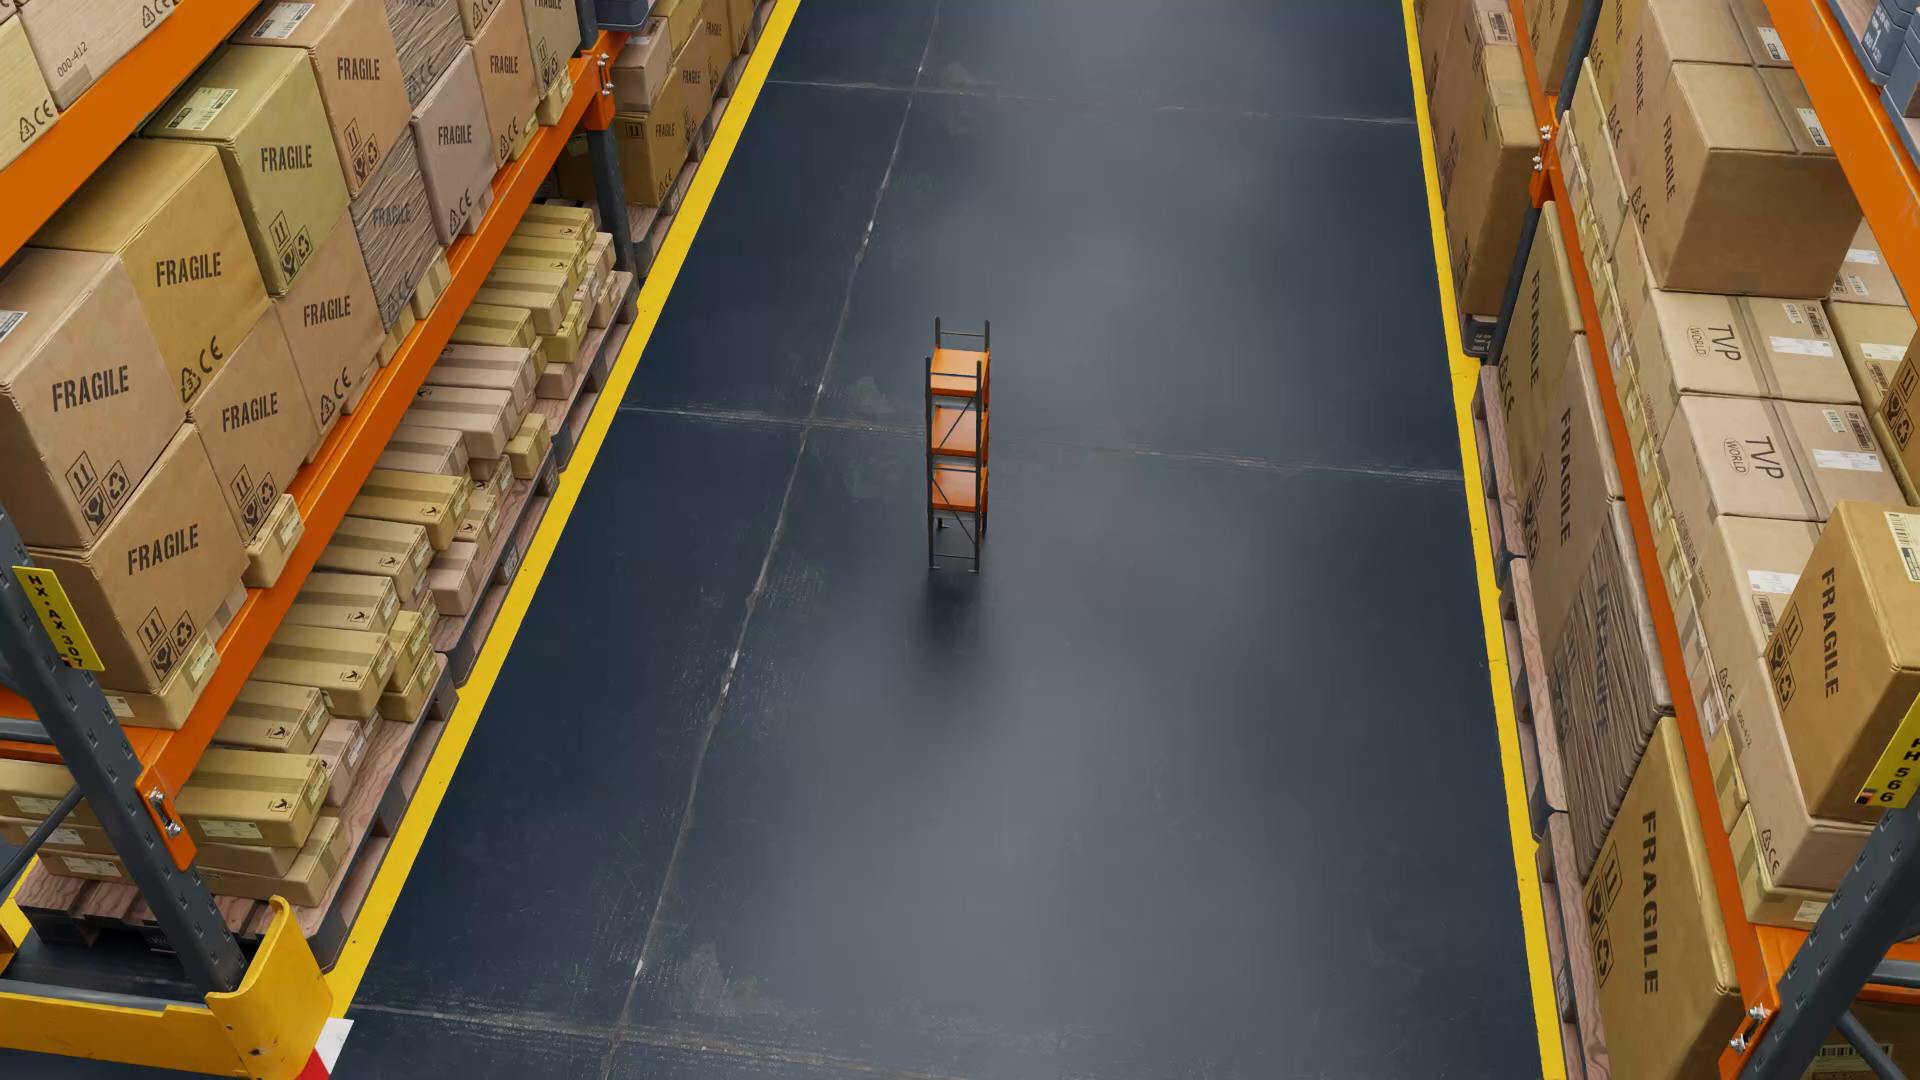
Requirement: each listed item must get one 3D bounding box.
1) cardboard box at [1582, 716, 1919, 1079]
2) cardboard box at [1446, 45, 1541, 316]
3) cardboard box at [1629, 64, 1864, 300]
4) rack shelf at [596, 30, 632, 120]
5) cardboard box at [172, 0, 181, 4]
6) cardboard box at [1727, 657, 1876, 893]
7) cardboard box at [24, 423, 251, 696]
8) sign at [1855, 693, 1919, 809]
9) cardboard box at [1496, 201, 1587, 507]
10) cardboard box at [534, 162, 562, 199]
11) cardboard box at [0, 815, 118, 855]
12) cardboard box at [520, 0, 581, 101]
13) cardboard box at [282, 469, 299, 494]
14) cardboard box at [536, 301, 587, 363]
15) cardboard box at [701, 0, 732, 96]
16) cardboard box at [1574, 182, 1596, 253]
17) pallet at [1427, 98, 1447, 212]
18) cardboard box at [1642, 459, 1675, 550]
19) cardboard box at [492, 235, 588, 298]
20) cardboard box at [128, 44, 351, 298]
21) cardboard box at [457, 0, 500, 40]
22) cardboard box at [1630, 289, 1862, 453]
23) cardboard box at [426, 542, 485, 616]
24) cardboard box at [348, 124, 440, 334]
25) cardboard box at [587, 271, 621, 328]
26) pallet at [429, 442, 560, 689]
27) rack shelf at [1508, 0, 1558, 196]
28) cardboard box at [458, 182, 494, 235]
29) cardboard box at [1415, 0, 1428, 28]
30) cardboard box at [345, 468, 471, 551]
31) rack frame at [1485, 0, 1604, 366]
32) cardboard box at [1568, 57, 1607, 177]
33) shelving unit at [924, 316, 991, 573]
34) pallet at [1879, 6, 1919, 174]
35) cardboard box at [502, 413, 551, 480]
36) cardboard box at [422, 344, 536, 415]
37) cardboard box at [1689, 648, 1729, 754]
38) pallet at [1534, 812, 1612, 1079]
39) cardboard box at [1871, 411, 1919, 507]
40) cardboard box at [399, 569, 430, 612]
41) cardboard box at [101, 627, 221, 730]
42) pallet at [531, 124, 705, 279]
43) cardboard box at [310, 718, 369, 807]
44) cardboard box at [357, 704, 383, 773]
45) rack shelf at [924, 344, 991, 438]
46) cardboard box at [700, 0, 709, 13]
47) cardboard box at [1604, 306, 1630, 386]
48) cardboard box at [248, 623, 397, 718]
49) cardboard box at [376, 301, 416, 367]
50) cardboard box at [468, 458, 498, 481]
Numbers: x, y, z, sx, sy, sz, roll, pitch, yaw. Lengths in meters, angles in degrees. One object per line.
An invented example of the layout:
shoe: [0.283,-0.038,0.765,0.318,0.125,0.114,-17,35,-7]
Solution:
cardboard box: [2.338,1.141,4.603,0.875,0.875,0.875,5,44,6]
cardboard box: [2.926,-1.580,7.477,1.225,0.875,0.875,5,44,6]
cardboard box: [2.408,-1.094,5.071,0.500,0.500,0.500,4,44,4]
rack shelf: [-1.777,-3.382,8.664,1.077,0.370,4.000,5,44,6]
cardboard box: [-2.128,-1.583,4.167,0.500,0.250,0.500,4,44,4]
cardboard box: [2.134,0.557,3.873,0.500,0.250,0.500,5,44,5]
cardboard box: [-2.237,0.020,4.258,0.500,0.500,0.500,7,44,7]
sign: [1.797,0.400,3.132,0.100,0.325,0.005,5,44,6]
cardboard box: [2.695,-0.699,6.547,0.875,0.875,0.875,5,44,6]
cardboard box: [-2.193,-2.053,8.249,0.500,0.500,0.500,4,44,5]
cardboard box: [-2.784,0.835,5.239,0.380,0.149,0.250,4,44,4]
cardboard box: [-1.825,-2.070,6.465,0.500,0.500,0.500,5,44,6]
cardboard box: [-2.223,-0.199,4.961,0.380,0.149,0.250,7,44,7]
cardboard box: [-1.810,-0.893,7.063,0.380,0.149,0.250,4,44,4]
cardboard box: [-1.557,-2.724,8.958,0.500,0.500,0.500,6,44,6]
cardboard box: [2.424,-1.140,5.955,0.380,0.149,0.250,7,44,7]
pallet: [3.048,-2.115,8.830,1.003,0.211,1.213,5,44,6]
cardboard box: [2.221,-0.089,4.845,0.380,0.149,0.250,5,44,6]
cardboard box: [-1.825,-1.170,7.139,0.380,0.149,0.250,6,44,6]
cardboard box: [-2.097,-1.041,4.651,0.500,0.500,0.500,4,44,5]
cardboard box: [-1.899,-2.090,5.760,0.500,0.500,0.500,4,44,4]
cardboard box: [2.333,-0.491,4.979,0.500,0.250,0.500,5,44,6]
cardboard box: [-2.003,0.136,6.193,0.380,0.149,0.250,3,44,3]
cardboard box: [-2.053,-1.027,5.364,0.500,0.500,0.500,4,44,4]
cardboard box: [-1.756,-1.100,7.498,0.380,0.149,0.250,6,44,6]
pallet: [-2.254,0.027,6.568,1.003,0.211,1.213,5,44,6]
rack shelf: [3.126,-2.863,8.115,1.077,0.370,4.000,5,44,6]
cardboard box: [-1.933,-1.250,6.071,0.380,0.149,0.250,4,44,4]
cardboard box: [3.278,-3.399,9.399,1.225,0.875,0.875,3,44,4]
cardboard box: [-2.010,-0.113,6.023,0.380,0.149,0.250,6,44,6]
rack frame: [2.861,-1.761,6.428,1.000,3.000,0.127,5,44,6]
cardboard box: [2.540,-1.518,6.064,0.500,0.250,0.500,5,44,5]
shelving unit: [-0.007,-0.345,6.351,0.215,1.050,0.252,5,44,6]
pallet: [2.420,-0.598,3.083,1.003,0.211,1.213,5,44,6]
cardboard box: [-1.892,-0.394,6.753,0.380,0.149,0.250,5,44,5]
cardboard box: [-1.907,-0.637,6.576,0.380,0.149,0.250,3,44,3]
cardboard box: [2.121,0.435,4.292,0.380,0.149,0.250,5,44,6]
pallet: [2.361,1.426,5.091,1.003,0.211,1.213,5,44,6]
cardboard box: [2.796,-0.088,4.554,0.500,0.250,0.500,4,44,4]
cardboard box: [-2.127,0.176,5.935,0.380,0.149,0.250,3,44,3]
cardboard box: [-2.203,0.346,4.386,0.380,0.149,0.250,5,44,5]
pallet: [-1.940,-1.799,8.496,1.003,0.211,1.213,5,44,6]
cardboard box: [-2.155,0.705,5.376,0.380,0.149,0.250,5,44,5]
cardboard box: [-2.204,0.645,5.656,0.380,0.149,0.250,6,44,6]
rack shelf: [-0.007,-0.543,6.163,0.215,0.259,0.240,5,44,6]
cardboard box: [-1.542,-2.988,8.691,0.500,0.250,0.500,7,44,7]
cardboard box: [2.322,-0.615,5.400,0.380,0.149,0.250,6,44,6]
cardboard box: [-2.087,0.427,5.453,0.380,0.149,0.250,5,44,5]
cardboard box: [-2.047,-0.722,5.514,0.380,0.149,0.250,7,44,7]
cardboard box: [-2.010,-0.374,6.515,0.380,0.149,0.250,3,44,4]
